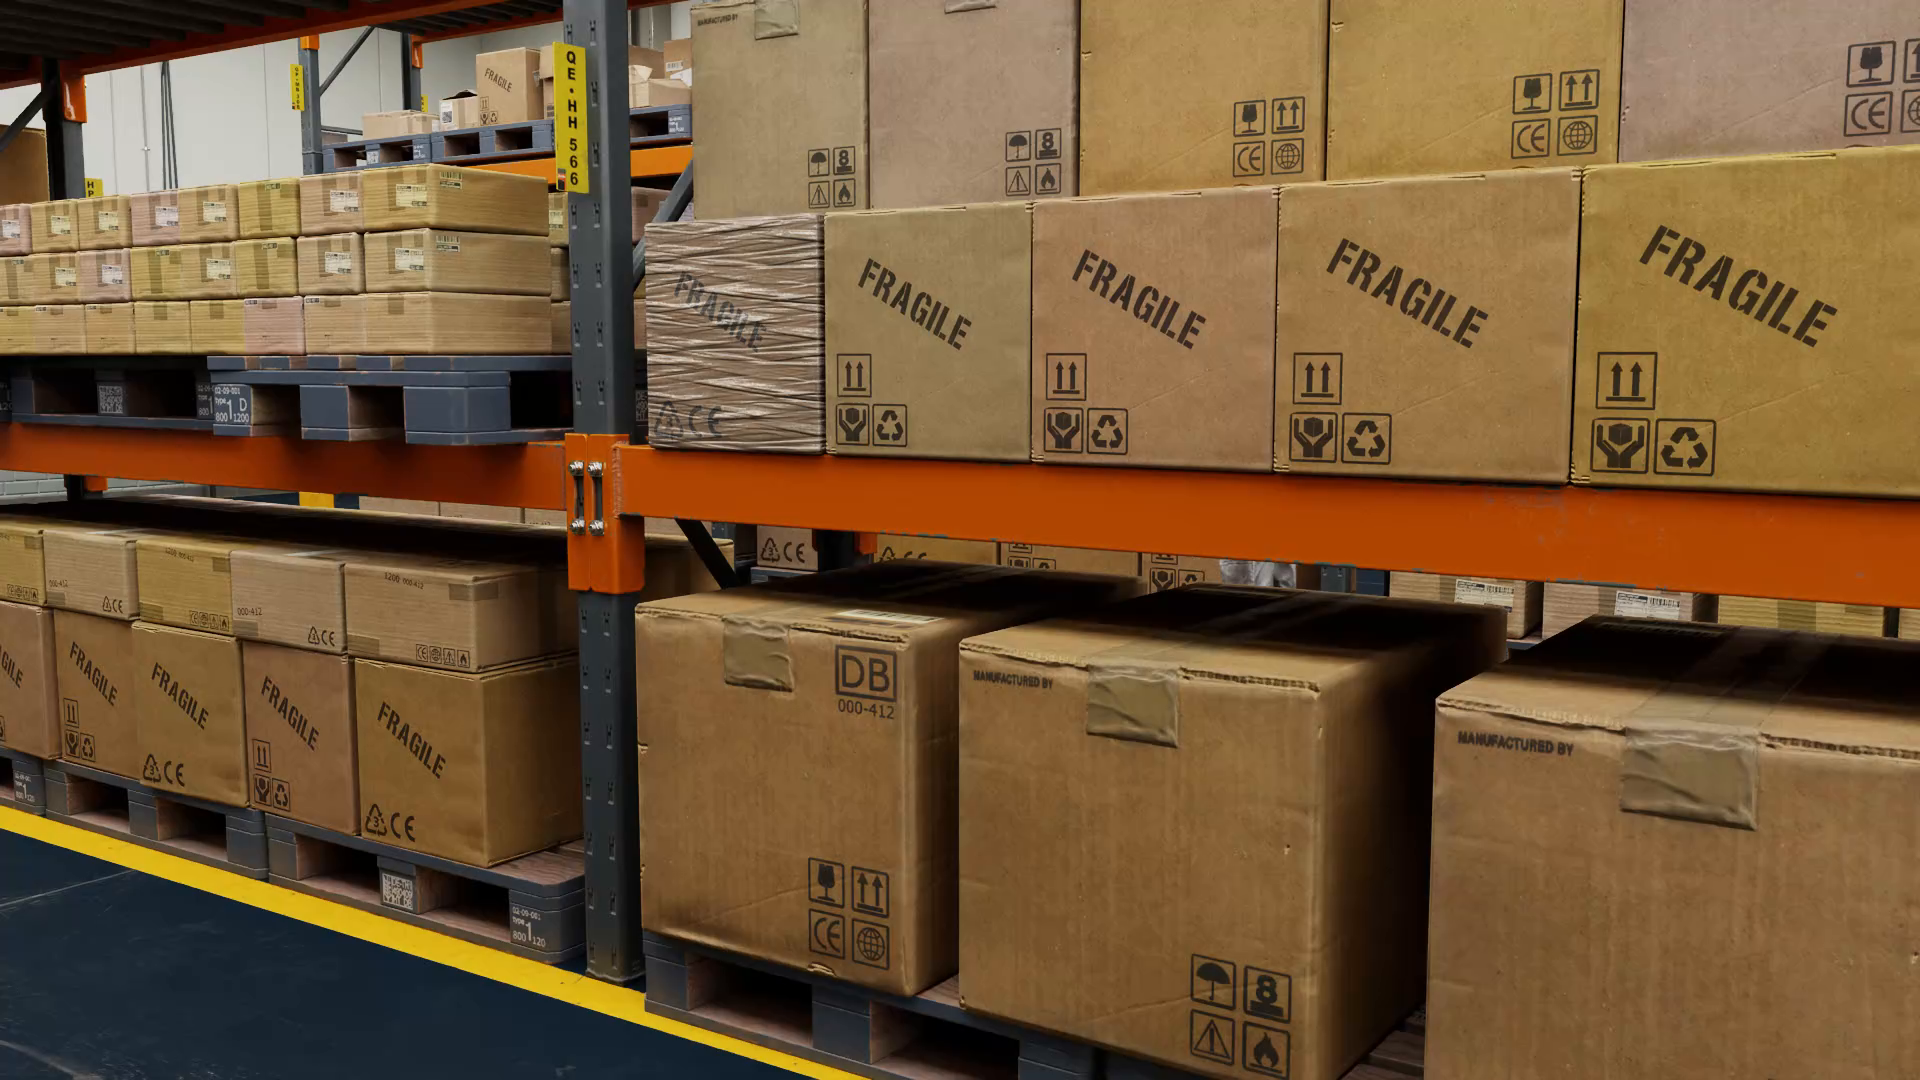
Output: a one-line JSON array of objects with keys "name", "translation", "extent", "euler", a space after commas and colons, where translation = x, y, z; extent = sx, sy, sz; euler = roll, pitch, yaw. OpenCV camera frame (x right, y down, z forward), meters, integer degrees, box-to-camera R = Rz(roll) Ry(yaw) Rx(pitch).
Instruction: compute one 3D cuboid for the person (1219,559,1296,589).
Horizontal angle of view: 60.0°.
[{"name": "person", "translation": [1.200, -0.102, 6.610], "extent": [0.446, 1.775, 0.619], "euler": [4, 7, 34]}]
